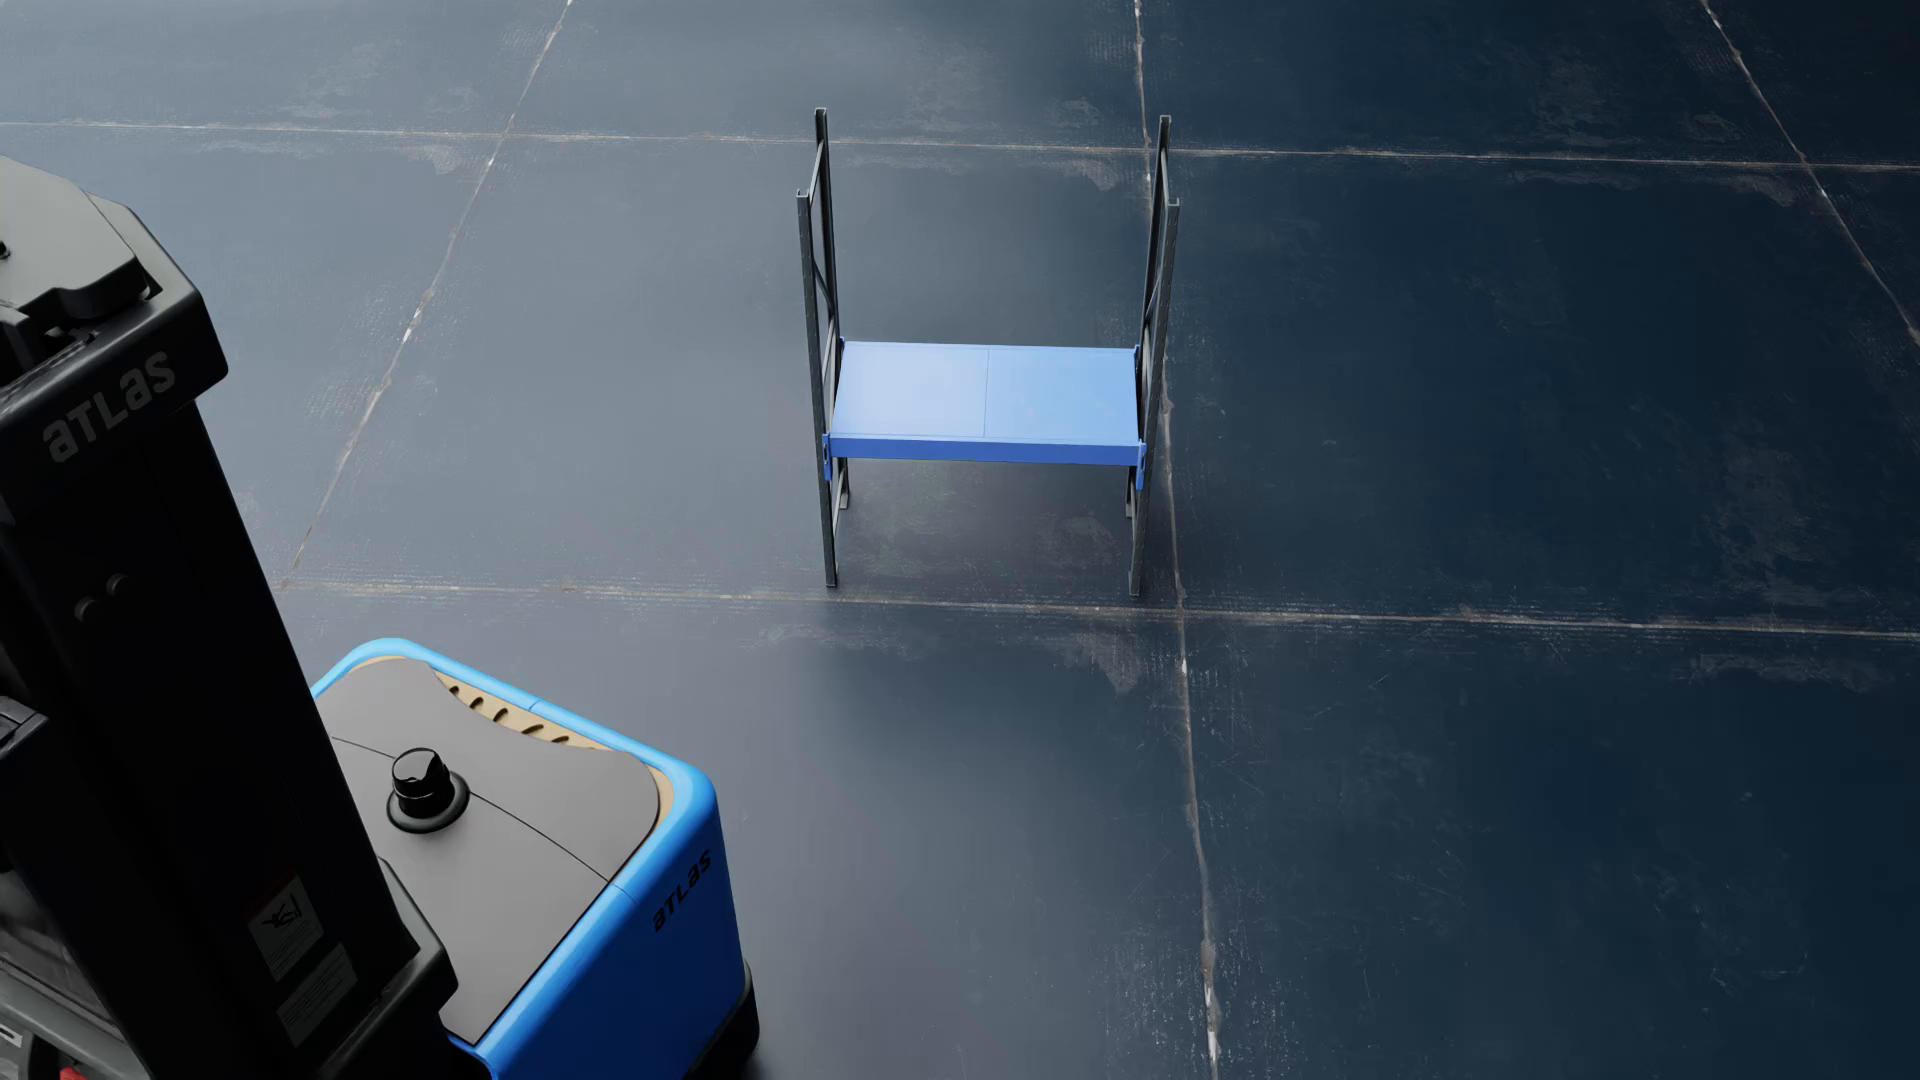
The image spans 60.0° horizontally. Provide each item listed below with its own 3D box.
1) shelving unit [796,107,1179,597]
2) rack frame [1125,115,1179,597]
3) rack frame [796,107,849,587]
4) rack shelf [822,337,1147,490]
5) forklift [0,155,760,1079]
[{"bbox_3d":[0.085,-0.546,5.236,1.048,1.500,0.538,2,43,2],"label":"shelving unit"},{"bbox_3d":[0.593,-0.531,5.219,0.032,1.500,0.500,2,43,2],"label":"rack frame"},{"bbox_3d":[-0.423,-0.562,5.253,0.032,1.500,0.500,2,43,2],"label":"rack frame"},{"bbox_3d":[0.085,-0.415,5.359,1.000,0.185,0.538,2,43,2],"label":"rack shelf"},{"bbox_3d":[-1.653,0.963,2.566,1.130,2.935,3.031,20,47,20],"label":"forklift"}]
